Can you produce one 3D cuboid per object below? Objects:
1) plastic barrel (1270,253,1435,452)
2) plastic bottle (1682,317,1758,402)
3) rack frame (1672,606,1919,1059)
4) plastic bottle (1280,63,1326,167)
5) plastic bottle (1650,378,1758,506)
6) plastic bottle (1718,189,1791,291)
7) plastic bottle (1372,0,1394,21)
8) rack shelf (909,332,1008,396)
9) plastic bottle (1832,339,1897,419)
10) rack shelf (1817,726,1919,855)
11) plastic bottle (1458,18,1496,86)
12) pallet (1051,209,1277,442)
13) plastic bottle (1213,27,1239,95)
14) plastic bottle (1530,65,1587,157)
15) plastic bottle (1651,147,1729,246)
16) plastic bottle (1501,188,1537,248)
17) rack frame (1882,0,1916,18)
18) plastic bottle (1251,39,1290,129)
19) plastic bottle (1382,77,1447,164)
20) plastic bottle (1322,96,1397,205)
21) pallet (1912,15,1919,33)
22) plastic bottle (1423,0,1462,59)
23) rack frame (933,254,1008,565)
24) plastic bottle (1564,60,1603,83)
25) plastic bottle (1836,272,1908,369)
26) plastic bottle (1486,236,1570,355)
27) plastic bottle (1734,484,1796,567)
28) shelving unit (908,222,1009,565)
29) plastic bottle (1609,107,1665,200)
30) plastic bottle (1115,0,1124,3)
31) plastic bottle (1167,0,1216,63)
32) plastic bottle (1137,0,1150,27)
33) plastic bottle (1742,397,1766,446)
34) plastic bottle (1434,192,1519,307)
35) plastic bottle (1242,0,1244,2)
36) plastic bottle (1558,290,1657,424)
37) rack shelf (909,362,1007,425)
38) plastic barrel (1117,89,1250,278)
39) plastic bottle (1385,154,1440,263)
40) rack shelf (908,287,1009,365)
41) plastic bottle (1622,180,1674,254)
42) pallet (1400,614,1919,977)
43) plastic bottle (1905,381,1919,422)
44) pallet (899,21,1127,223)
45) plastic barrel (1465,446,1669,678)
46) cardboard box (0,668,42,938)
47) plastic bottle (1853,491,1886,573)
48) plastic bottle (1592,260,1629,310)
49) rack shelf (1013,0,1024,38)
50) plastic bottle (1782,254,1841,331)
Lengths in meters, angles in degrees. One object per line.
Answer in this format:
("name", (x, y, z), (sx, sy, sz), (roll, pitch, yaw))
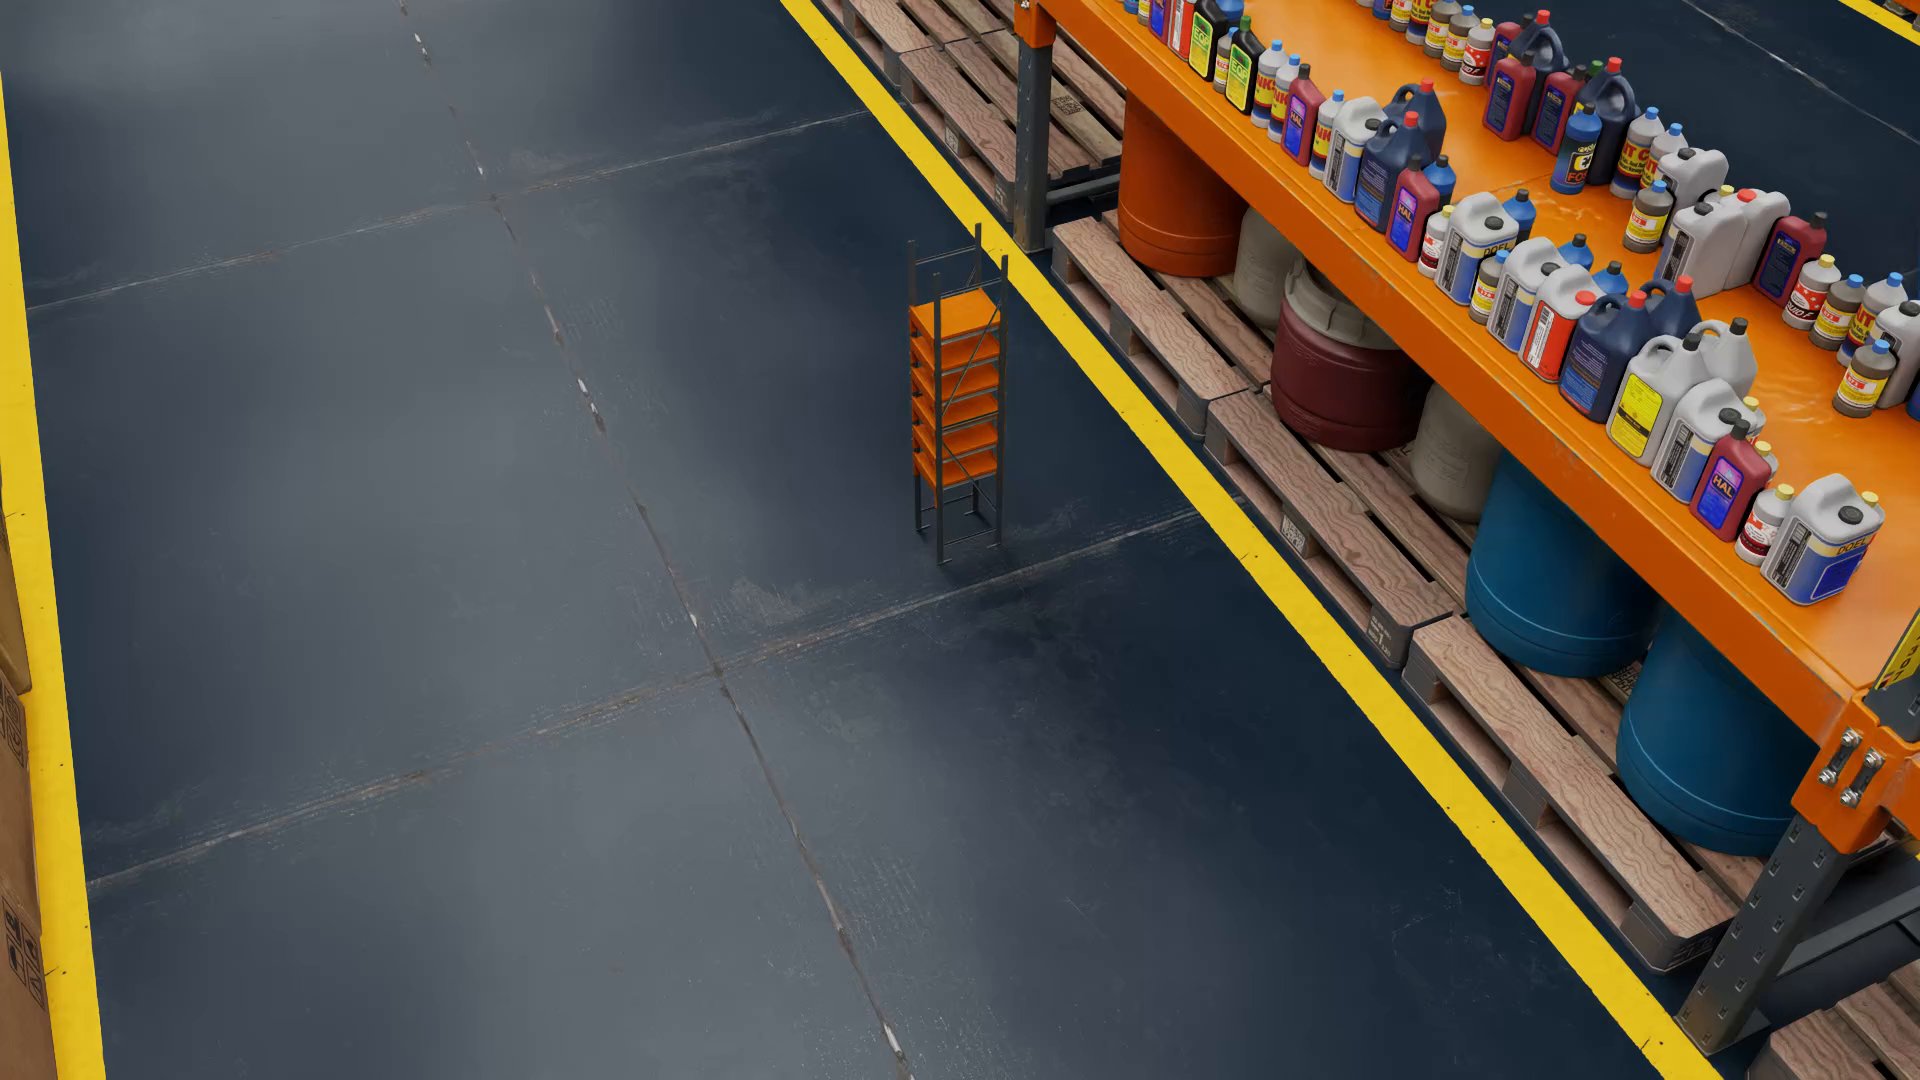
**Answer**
("plastic barrel", (1.399, -0.705, 5.747), (0.600, 0.588, 0.708), (-18, 47, -17))
("plastic bottle", (1.832, -0.406, 4.061), (0.144, 0.351, 0.185), (-18, 47, -17))
("rack frame", (2.385, 0.108, 3.505), (1.000, 3.000, 0.127), (-18, 47, -17))
("plastic bottle", (1.036, -1.278, 4.993), (0.061, 0.283, 0.133), (-18, 47, -17))
("plastic bottle", (1.772, -0.236, 3.942), (0.152, 0.276, 0.135), (-18, 47, -17))
("plastic bottle", (2.147, -0.845, 4.559), (0.152, 0.276, 0.135), (-18, 47, -17))
("plastic bottle", (1.471, -1.913, 5.645), (0.097, 0.271, 0.097), (0, 45, 0))
("rack shelf", (-0.006, -0.576, 5.201), (0.258, 0.103, 0.180), (-18, 47, -17))
("plastic bottle", (2.277, -0.413, 4.174), (0.097, 0.201, 0.097), (0, 45, 0))
("rack shelf", (3.226, 1.639, 2.466), (1.077, 0.370, 4.000), (-18, 47, -17))
("plastic bottle", (1.676, -1.578, 5.355), (0.097, 0.201, 0.097), (0, 45, 0))
("pallet", (1.072, -0.958, 6.571), (1.003, 0.211, 1.213), (-18, 47, -17))
("plastic bottle", (0.866, -1.537, 5.313), (0.097, 0.201, 0.097), (0, 45, 0))
("plastic bottle", (1.819, -1.318, 5.033), (0.061, 0.283, 0.133), (-18, 47, -17))
("plastic bottle", (2.049, -0.993, 4.709), (0.152, 0.276, 0.135), (-18, 47, -17))
("plastic bottle", (1.511, -0.838, 4.555), (0.097, 0.271, 0.097), (0, 45, 0))
("rack frame", (5.199, -3.901, 7.568), (1.000, 3.000, 0.127), (-18, 47, -17))
("plastic bottle", (0.963, -1.415, 5.140), (0.097, 0.271, 0.097), (0, 45, 0))
("plastic bottle", (1.320, -1.196, 4.861), (0.144, 0.351, 0.185), (-18, 47, -17))
("plastic bottle", (1.175, -1.142, 4.860), (0.152, 0.276, 0.135), (-18, 47, -17))
("pallet", (5.478, -2.422, 8.054), (1.003, 0.211, 1.213), (-18, 47, -17))
("plastic bottle", (1.594, -1.702, 5.481), (0.097, 0.201, 0.097), (0, 45, 0))
("rack frame", (0.032, -0.378, 5.279), (0.240, 1.200, 0.006), (-18, 47, -17))
("plastic bottle", (1.875, -1.336, 5.052), (0.061, 0.283, 0.133), (-18, 47, -17))
("plastic bottle", (2.358, -0.568, 4.282), (0.097, 0.271, 0.097), (0, 45, 0))
("plastic bottle", (1.504, -0.643, 4.354), (0.152, 0.276, 0.135), (-18, 47, -17))
("plastic bottle", (1.852, -0.042, 3.799), (0.097, 0.201, 0.097), (0, 45, 0))
("shelving unit", (-0.006, -0.436, 5.338), (0.258, 1.200, 0.189), (-18, 47, -17))
("plastic bottle", (1.984, -1.135, 4.856), (0.097, 0.271, 0.097), (0, 45, 0))
("plastic bottle", (0.592, -2.025, 5.755), (0.152, 0.276, 0.135), (-18, 47, -17))
("plastic bottle", (0.786, -1.730, 5.456), (0.152, 0.276, 0.135), (-18, 47, -17))
("plastic bottle", (0.656, -1.855, 5.636), (0.097, 0.201, 0.097), (0, 45, 0))
("plastic bottle", (1.878, -0.258, 4.017), (0.097, 0.201, 0.097), (0, 45, 0))
("plastic bottle", (1.406, -0.791, 4.504), (0.152, 0.276, 0.135), (-18, 47, -17))
("plastic bottle", (0.892, -1.753, 5.532), (0.097, 0.201, 0.097), (0, 45, 0))
("plastic bottle", (1.624, -0.481, 4.137), (0.144, 0.351, 0.185), (-18, 47, -17))
("rack shelf", (-0.006, -0.490, 5.285), (0.258, 0.103, 0.180), (-18, 47, -17))
("plastic barrel", (0.924, -1.511, 6.392), (0.600, 0.830, 0.708), (-18, 47, -17))
("plastic bottle", (1.267, -0.927, 4.637), (0.061, 0.283, 0.133), (-18, 47, -17))
("rack shelf", (-0.006, -0.661, 5.116), (0.258, 0.103, 0.180), (-18, 47, -17))
("plastic bottle", (1.944, -0.918, 4.686), (0.097, 0.201, 0.097), (0, 45, 0))
("pallet", (2.098, 0.597, 4.995), (1.003, 0.211, 1.213), (-18, 47, -17))
("plastic bottle", (2.456, -0.421, 4.132), (0.097, 0.271, 0.097), (0, 45, 0))
("pallet", (0.412, -1.953, 7.579), (1.003, 0.211, 1.213), (-18, 47, -17))
("plastic barrel", (1.874, -0.097, 4.908), (0.600, 0.901, 0.708), (-18, 47, -17))
("cardboard box", (-3.152, 0.645, 4.174), (1.225, 0.875, 0.875), (-18, 47, -17))
("plastic bottle", (2.031, -0.025, 3.781), (0.097, 0.201, 0.097), (0, 45, 0))
("plastic bottle", (1.666, -0.604, 4.319), (0.097, 0.271, 0.097), (0, 45, 0))
("rack shelf", (-0.138, -3.459, 7.632), (1.077, 0.370, 4.000), (-18, 47, -17))
("plastic bottle", (2.276, -0.668, 4.432), (0.097, 0.201, 0.097), (0, 45, 0))
